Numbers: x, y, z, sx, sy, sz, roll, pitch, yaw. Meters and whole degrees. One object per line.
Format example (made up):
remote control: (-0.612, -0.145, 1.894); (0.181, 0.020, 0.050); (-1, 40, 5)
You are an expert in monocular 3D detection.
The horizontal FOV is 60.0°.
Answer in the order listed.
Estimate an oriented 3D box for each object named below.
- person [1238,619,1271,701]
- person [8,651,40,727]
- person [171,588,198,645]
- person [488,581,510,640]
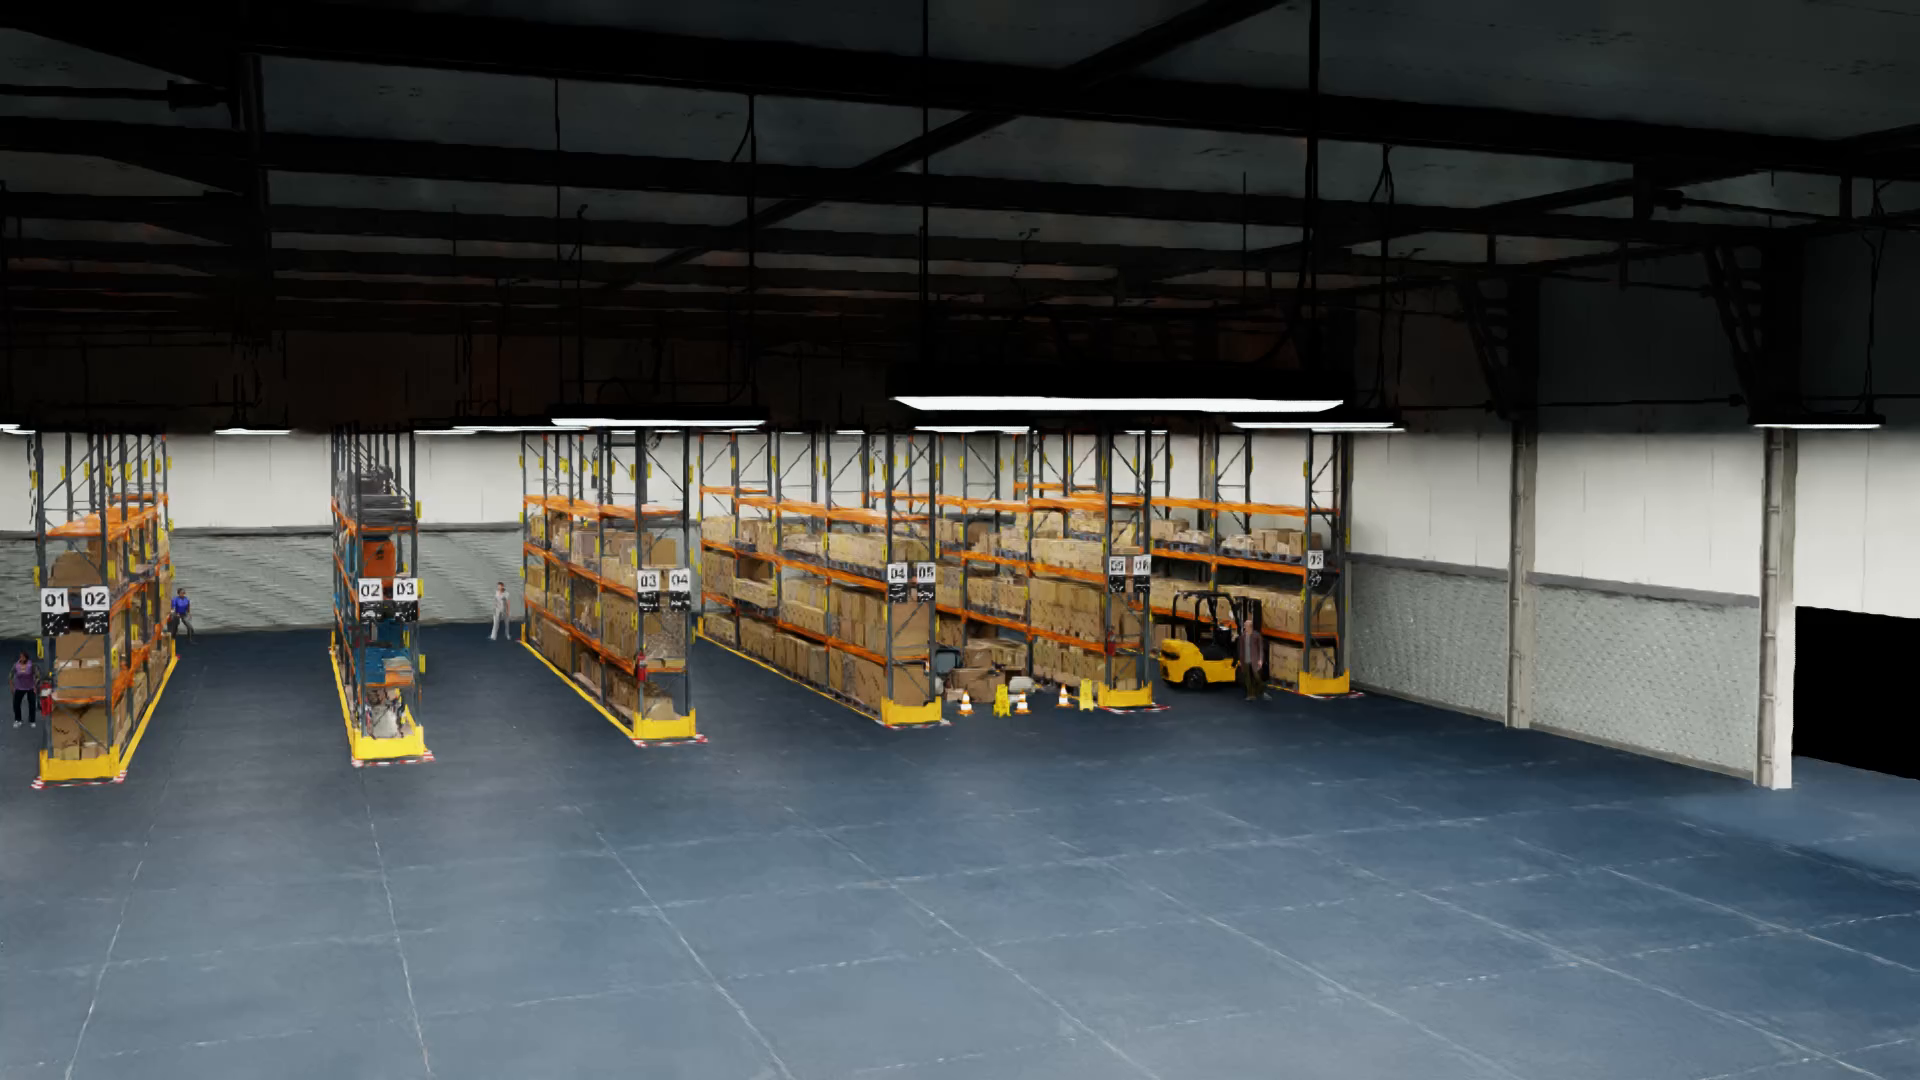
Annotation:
person: (6.317, 2.589, 35.782); (0.755, 1.771, 0.525); (2, 4, 34)
person: (-18.365, 2.919, 32.646); (0.566, 1.541, 0.519); (-2, 4, -25)
person: (-21.290, 2.079, 45.480); (0.621, 1.588, 0.827); (-3, 5, -39)
person: (-12.898, 1.975, 46.744); (0.479, 1.623, 0.900); (0, 4, 3)
